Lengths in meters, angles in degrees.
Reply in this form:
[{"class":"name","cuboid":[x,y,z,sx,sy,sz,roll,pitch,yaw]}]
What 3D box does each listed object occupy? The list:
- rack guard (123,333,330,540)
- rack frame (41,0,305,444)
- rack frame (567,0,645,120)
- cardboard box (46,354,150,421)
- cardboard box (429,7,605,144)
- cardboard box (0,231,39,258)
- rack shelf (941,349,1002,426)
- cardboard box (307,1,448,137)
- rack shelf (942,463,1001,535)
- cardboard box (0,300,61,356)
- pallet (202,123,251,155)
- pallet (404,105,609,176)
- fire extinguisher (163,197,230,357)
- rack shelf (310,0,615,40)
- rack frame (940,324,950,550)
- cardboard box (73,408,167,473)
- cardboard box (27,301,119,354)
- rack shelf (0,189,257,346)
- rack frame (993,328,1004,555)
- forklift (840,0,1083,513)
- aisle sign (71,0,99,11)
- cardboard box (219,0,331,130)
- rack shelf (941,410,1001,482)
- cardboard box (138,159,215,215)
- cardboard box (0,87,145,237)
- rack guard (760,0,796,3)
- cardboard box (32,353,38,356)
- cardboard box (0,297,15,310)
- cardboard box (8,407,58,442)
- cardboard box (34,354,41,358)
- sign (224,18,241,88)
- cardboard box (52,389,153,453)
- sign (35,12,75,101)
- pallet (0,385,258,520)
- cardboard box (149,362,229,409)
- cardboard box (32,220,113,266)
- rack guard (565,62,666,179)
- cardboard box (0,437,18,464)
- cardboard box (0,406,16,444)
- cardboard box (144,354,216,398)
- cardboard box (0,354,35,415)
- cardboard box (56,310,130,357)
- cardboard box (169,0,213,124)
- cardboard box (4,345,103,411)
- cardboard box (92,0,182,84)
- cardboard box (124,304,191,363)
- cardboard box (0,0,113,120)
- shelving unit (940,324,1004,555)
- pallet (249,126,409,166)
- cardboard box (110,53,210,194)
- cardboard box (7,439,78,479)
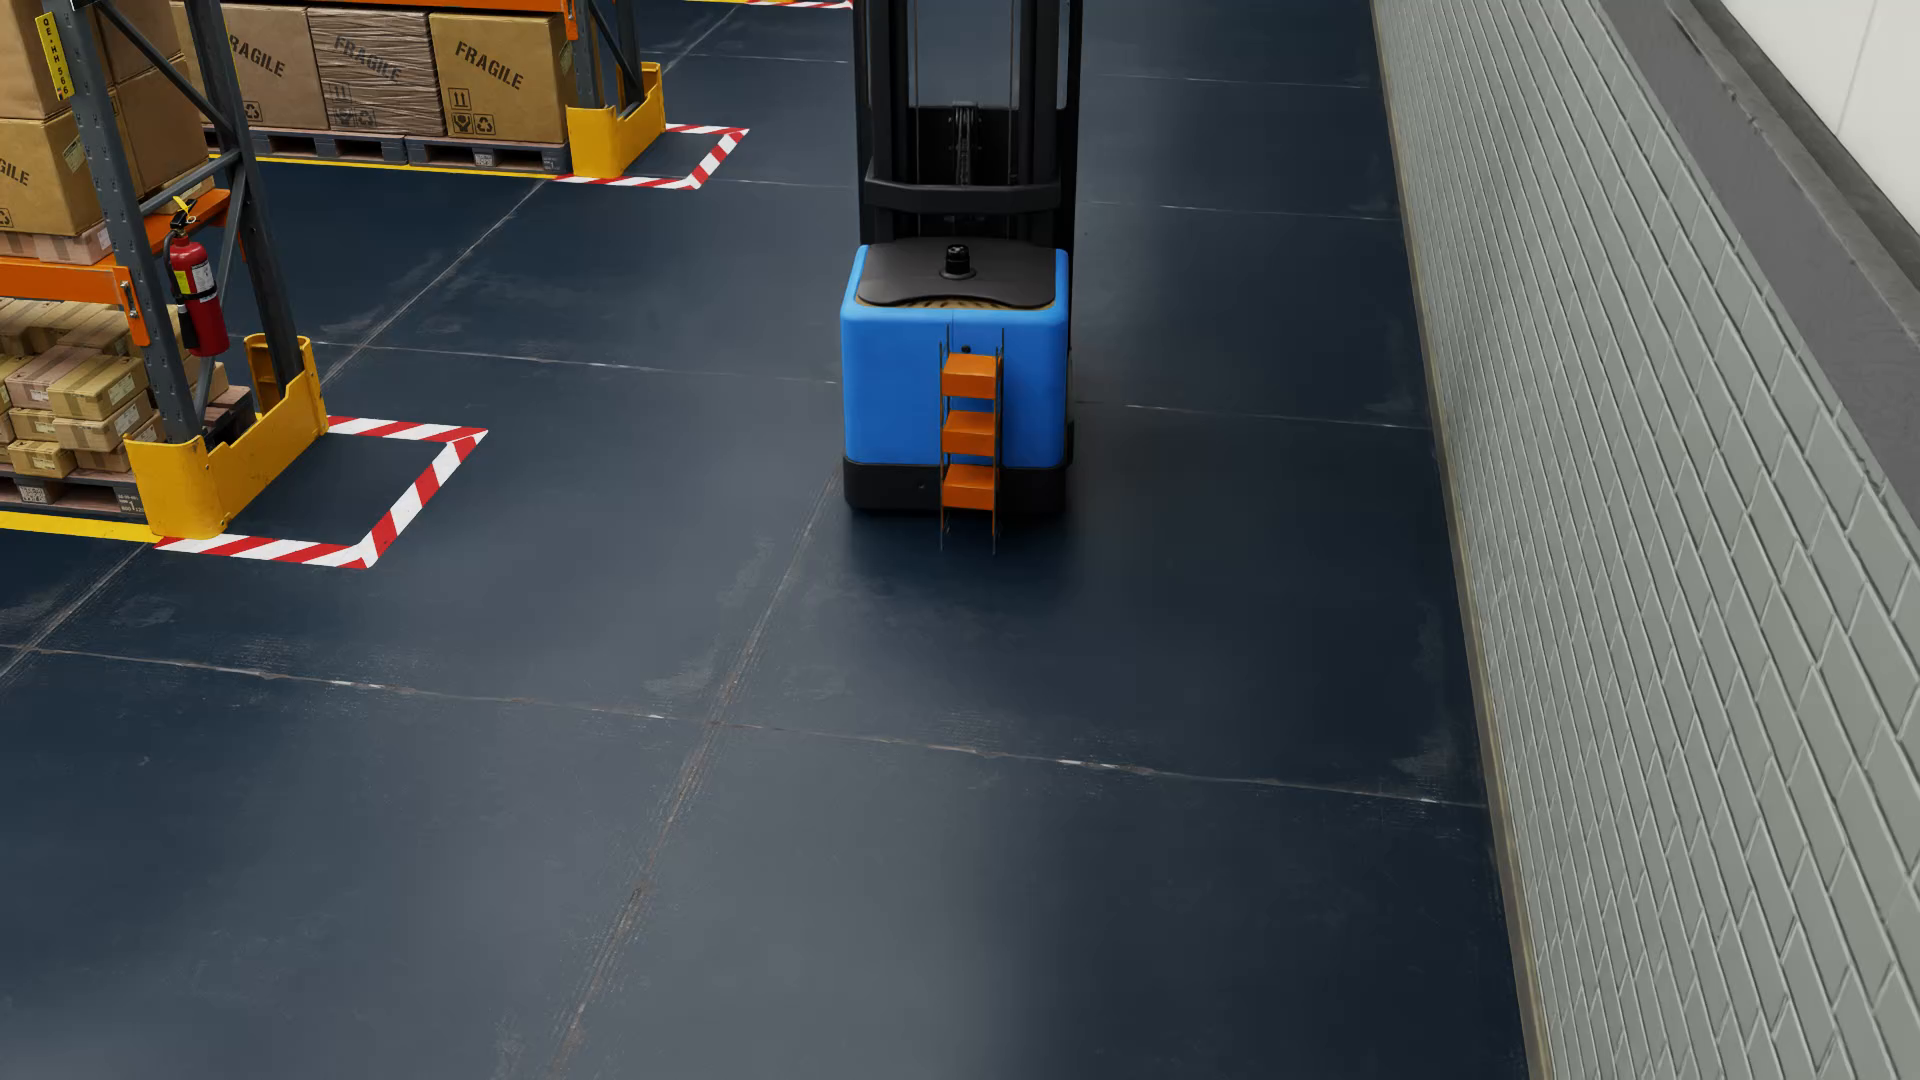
[{"class":"rack guard","cuboid":[-3.549,-0.528,8.122,0.348,0.500,1.175,5,32,8]},{"class":"rack frame","cuboid":[-3.474,-1.580,7.448,0.127,3.000,1.000,5,32,8]},{"class":"rack frame","cuboid":[-2.540,-4.165,11.578,0.127,3.000,1.000,5,32,8]},{"class":"cardboard box","cuboid":[-4.039,-0.717,7.798,0.250,0.149,0.380,6,32,9]},{"class":"cardboard box","cuboid":[-3.185,-3.458,12.054,0.875,0.875,0.875,5,32,8]},{"class":"cardboard box","cuboid":[-4.082,-1.397,7.391,0.250,0.149,0.380,5,32,8]},{"class":"rack shelf","cuboid":[0.053,-0.672,7.319,0.240,0.259,0.215,5,32,8]},{"class":"cardboard box","cuboid":[-4.082,-3.539,12.184,0.875,0.875,0.875,5,32,8]},{"class":"rack shelf","cuboid":[0.053,-0.196,7.617,0.240,0.259,0.215,5,32,8]},{"class":"cardboard box","cuboid":[-4.711,-1.057,8.341,0.250,0.149,0.380,4,32,6]},{"class":"pallet","cuboid":[-5.747,-3.232,12.714,1.213,0.211,1.003,5,32,8]},{"class":"pallet","cuboid":[-3.342,-3.014,12.366,1.213,0.211,1.003,5,32,8]},{"class":"fire extinguisher","cuboid":[-3.304,-1.126,7.145,0.183,0.674,0.296,5,32,8]},{"class":"rack shelf","cuboid":[-4.512,-4.039,12.054,4.000,0.370,1.077,5,32,8]},{"class":"rack frame","cuboid":[-0.068,-0.451,7.481,0.008,1.050,0.200,5,32,8]},{"class":"cardboard box","cuboid":[-4.028,-0.488,7.993,0.250,0.149,0.380,6,32,9]},{"class":"cardboard box","cuboid":[-4.452,-1.078,8.375,0.250,0.149,0.380,5,32,8]},{"class":"rack shelf","cuboid":[-5.446,-1.454,7.924,4.000,0.370,1.077,5,32,8]},{"class":"rack frame","cuboid":[0.173,-0.429,7.446,0.008,1.050,0.200,5,32,8]},{"class":"forklift","cuboid":[0.050,-2.120,8.375,1.130,2.935,3.031,2,32,3]},{"class":"aisle sign","cuboid":[-3.453,-2.519,6.497,0.004,0.787,0.394,5,32,8]},{"class":"cardboard box","cuboid":[-4.959,-3.619,12.311,0.875,0.875,0.875,5,32,8]},{"class":"rack shelf","cuboid":[0.053,-0.431,7.469,0.240,0.259,0.215,5,32,8]},{"class":"cardboard box","cuboid":[-3.738,-1.674,7.834,0.250,0.149,0.380,5,32,8]},{"class":"cardboard box","cuboid":[-3.961,-1.654,7.191,0.500,0.500,0.500,6,33,9]},{"class":"rack guard","cuboid":[-1.681,-5.701,16.387,0.348,0.500,1.175,5,32,8]},{"class":"cardboard box","cuboid":[-4.699,-0.966,8.477,0.250,0.149,0.380,6,33,10]},{"class":"cardboard box","cuboid":[-4.983,-1.086,8.389,0.250,0.149,0.380,6,33,10]},{"class":"cardboard box","cuboid":[-4.291,-0.625,7.933,0.250,0.149,0.380,4,32,7]},{"class":"cardboard box","cuboid":[-4.464,-0.887,8.350,0.250,0.149,0.380,6,32,9]},{"class":"sign","cuboid":[-3.383,-2.231,7.671,0.005,0.325,0.100,5,32,8]},{"class":"cardboard box","cuboid":[-4.043,-0.574,7.850,0.250,0.149,0.380,4,32,7]},{"class":"sign","cuboid":[-3.587,-1.917,6.596,0.005,0.325,0.100,5,32,8]},{"class":"pallet","cuboid":[-4.344,-0.496,8.344,1.213,0.211,1.003,5,32,8]},{"class":"cardboard box","cuboid":[-3.937,-0.764,8.435,0.250,0.149,0.380,6,33,9]},{"class":"cardboard box","cuboid":[-3.843,-1.355,7.325,0.250,0.149,0.380,5,32,8]},{"class":"rack guard","cuboid":[-2.517,-3.104,12.237,0.348,0.500,1.175,5,32,8]},{"class":"cardboard box","cuboid":[-4.545,-0.526,8.055,0.250,0.149,0.380,5,32,8]},{"class":"cardboard box","cuboid":[-4.555,-0.619,7.923,0.250,0.149,0.380,4,32,6]},{"class":"cardboard box","cuboid":[-3.948,-0.857,8.303,0.250,0.149,0.380,6,33,10]},{"class":"cardboard box","cuboid":[-4.553,-0.726,7.813,0.250,0.149,0.380,4,32,7]},{"class":"cardboard box","cuboid":[-4.226,-0.988,8.232,0.250,0.149,0.380,6,33,9]},{"class":"cardboard box","cuboid":[-5.846,-3.699,12.439,0.875,0.875,0.875,5,32,8]},{"class":"cardboard box","cuboid":[-4.277,-0.769,7.882,0.250,0.149,0.380,6,33,9]},{"class":"cardboard box","cuboid":[-3.872,-2.352,7.363,0.500,0.500,0.500,5,32,8]},{"class":"cardboard box","cuboid":[-3.934,-1.027,8.293,0.250,0.149,0.380,4,32,6]},{"class":"cardboard box","cuboid":[-3.967,-2.083,6.934,0.500,0.500,0.500,5,32,7]},{"class":"shelving unit","cuboid":[0.053,-0.440,7.464,0.252,1.050,0.215,5,32,8]},{"class":"pallet","cuboid":[-4.541,-3.124,12.542,1.213,0.211,1.003,5,32,8]},{"class":"cardboard box","cuboid":[-3.870,-1.933,7.637,0.500,0.500,0.500,7,33,11]},{"class":"cardboard box","cuboid":[-4.299,-0.458,7.945,0.250,0.149,0.380,6,33,10]}]
